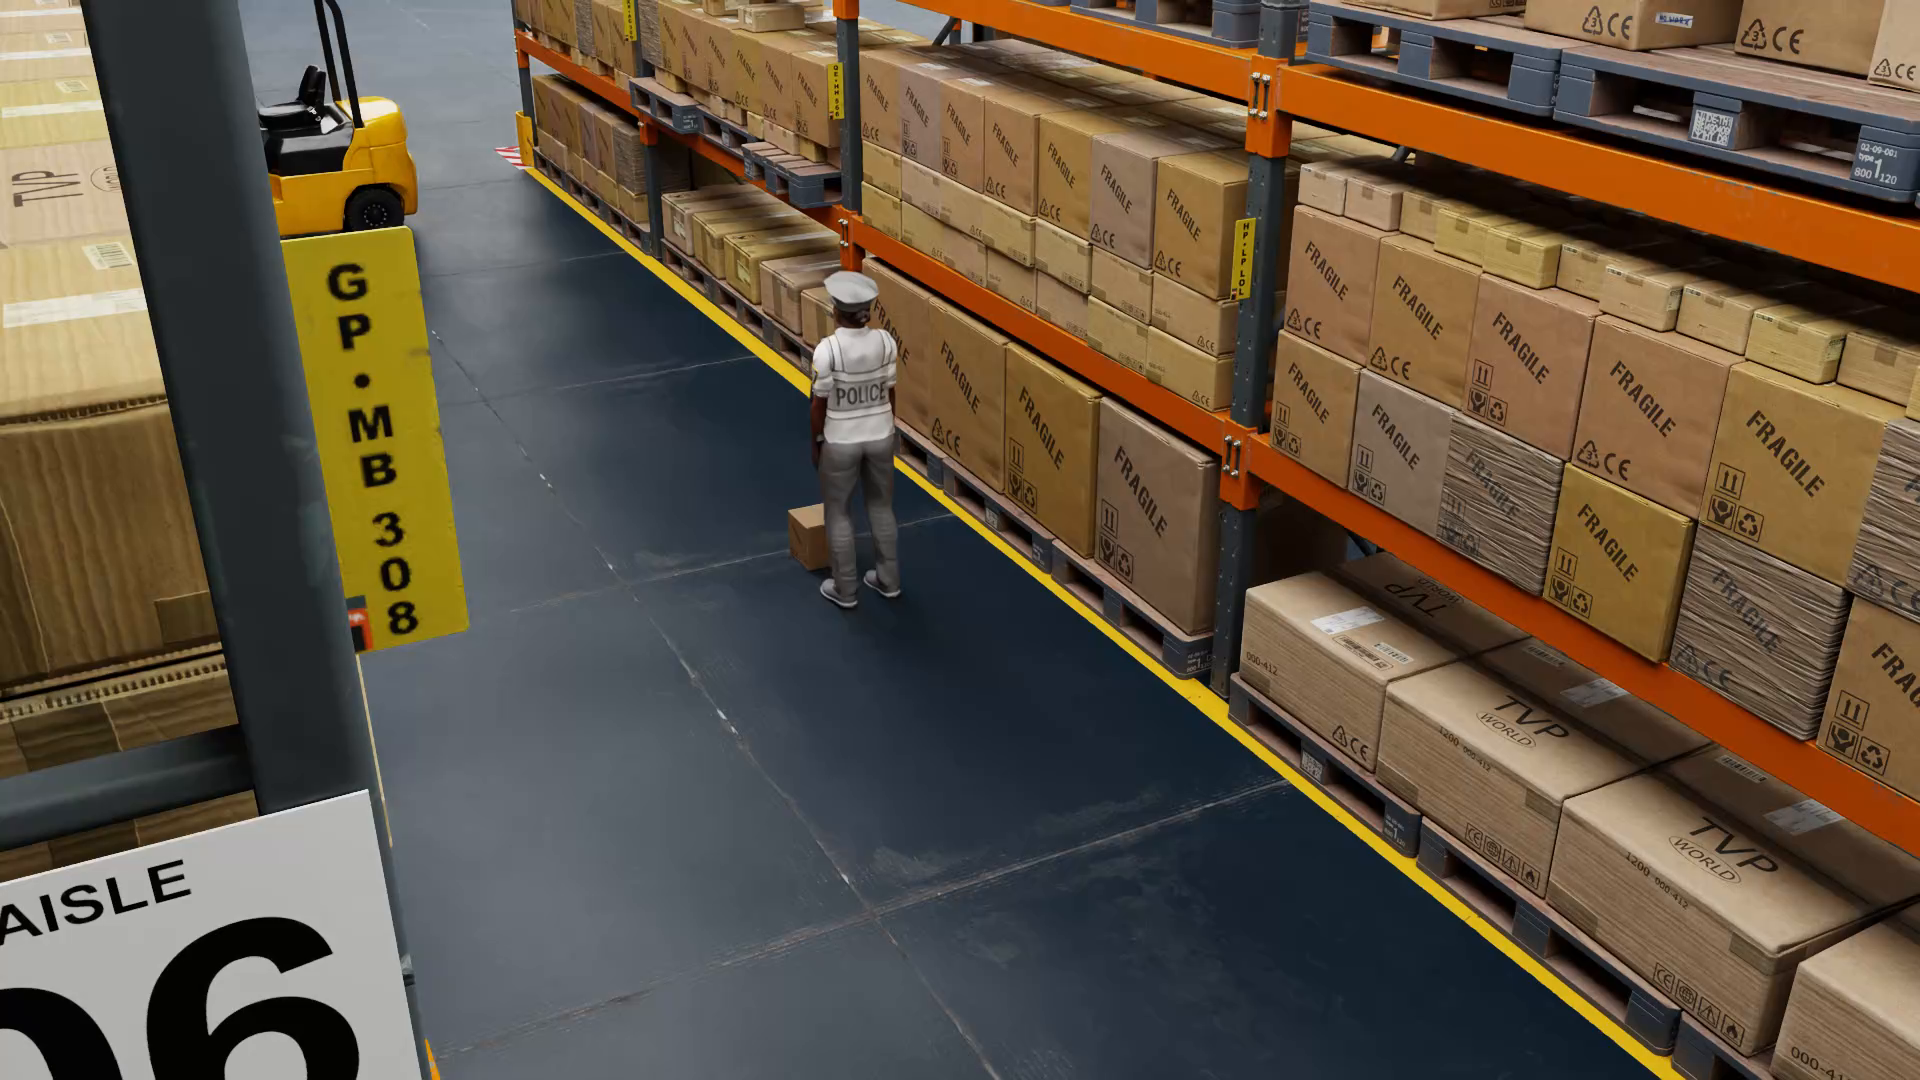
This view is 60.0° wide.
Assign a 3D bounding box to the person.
[{"bbox_3d":[-0.520,-0.476,8.085,0.437,1.682,0.340,-12,28,-24],"label":"person"}]
